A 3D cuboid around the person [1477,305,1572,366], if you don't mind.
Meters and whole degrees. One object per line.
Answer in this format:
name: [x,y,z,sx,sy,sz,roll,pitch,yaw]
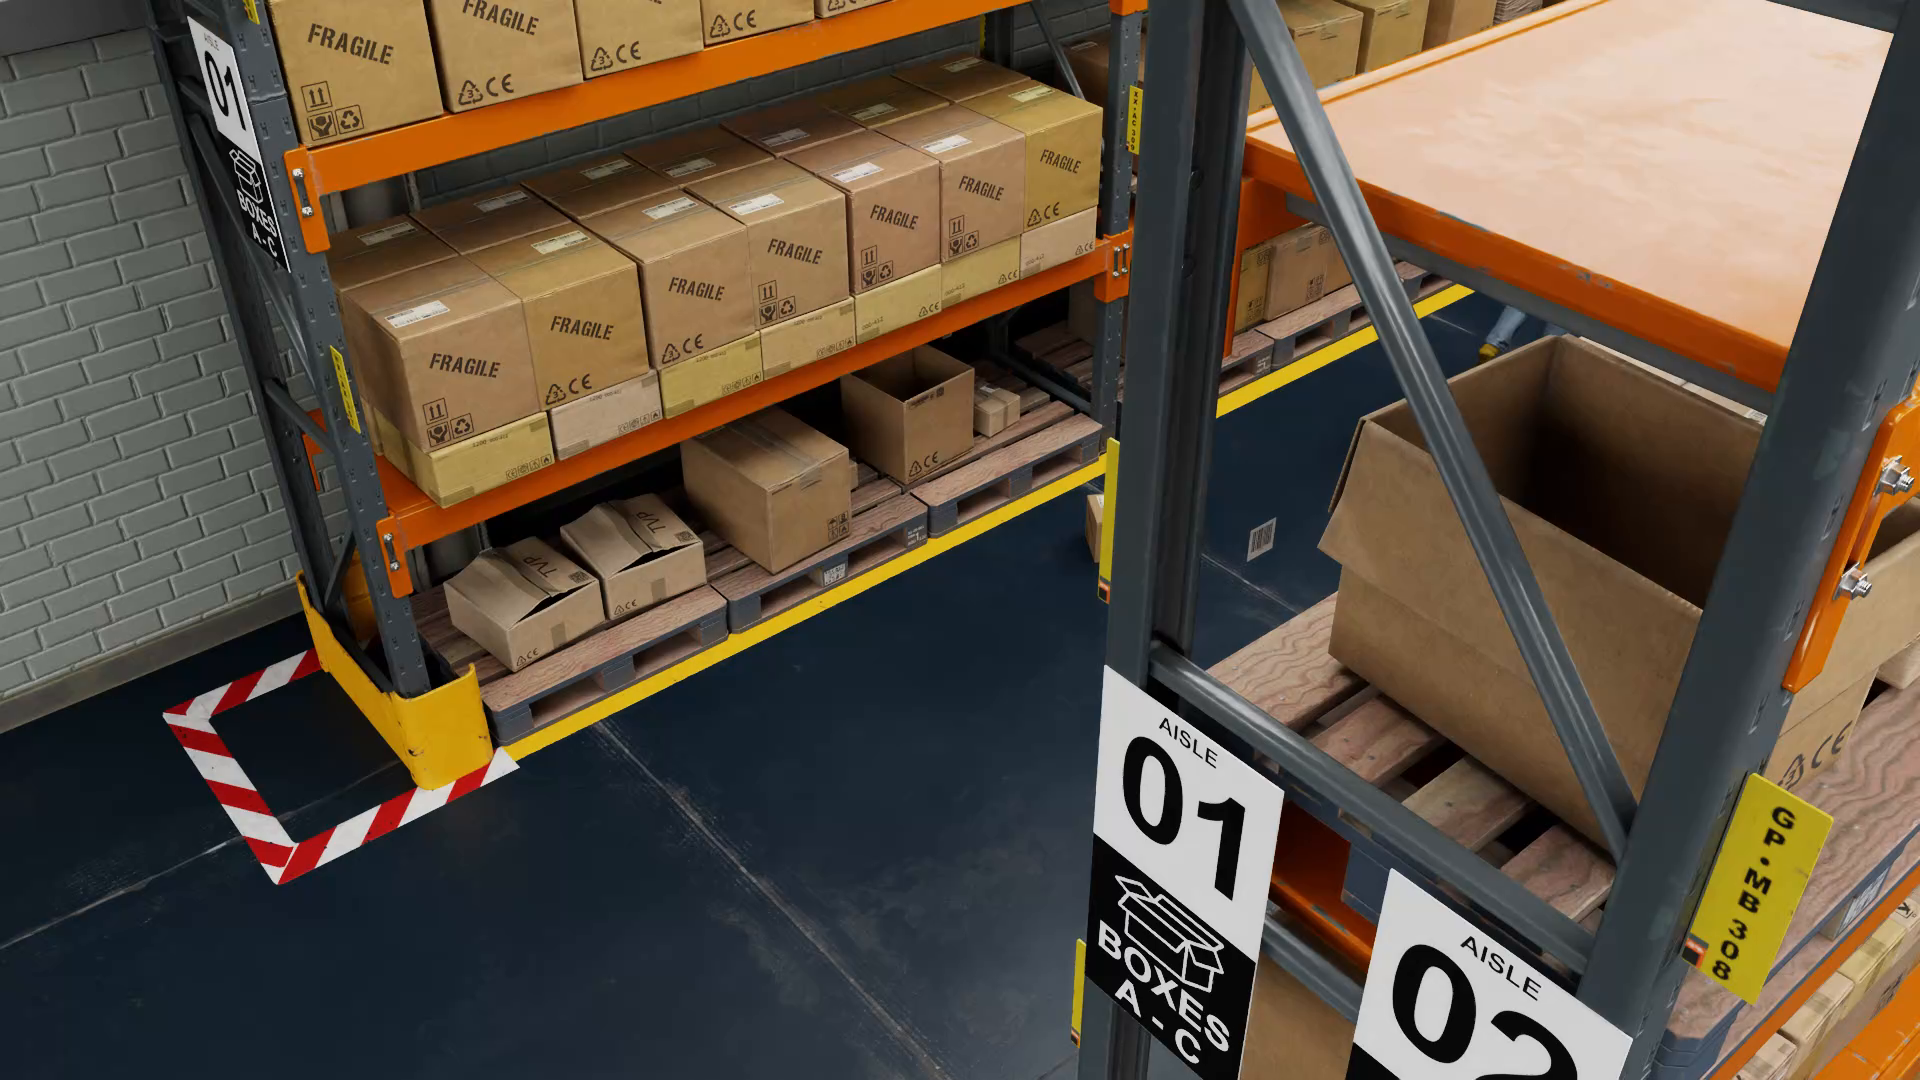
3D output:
person: [3.326,-1.630,9.304,0.678,1.753,0.567,-26,43,-31]
